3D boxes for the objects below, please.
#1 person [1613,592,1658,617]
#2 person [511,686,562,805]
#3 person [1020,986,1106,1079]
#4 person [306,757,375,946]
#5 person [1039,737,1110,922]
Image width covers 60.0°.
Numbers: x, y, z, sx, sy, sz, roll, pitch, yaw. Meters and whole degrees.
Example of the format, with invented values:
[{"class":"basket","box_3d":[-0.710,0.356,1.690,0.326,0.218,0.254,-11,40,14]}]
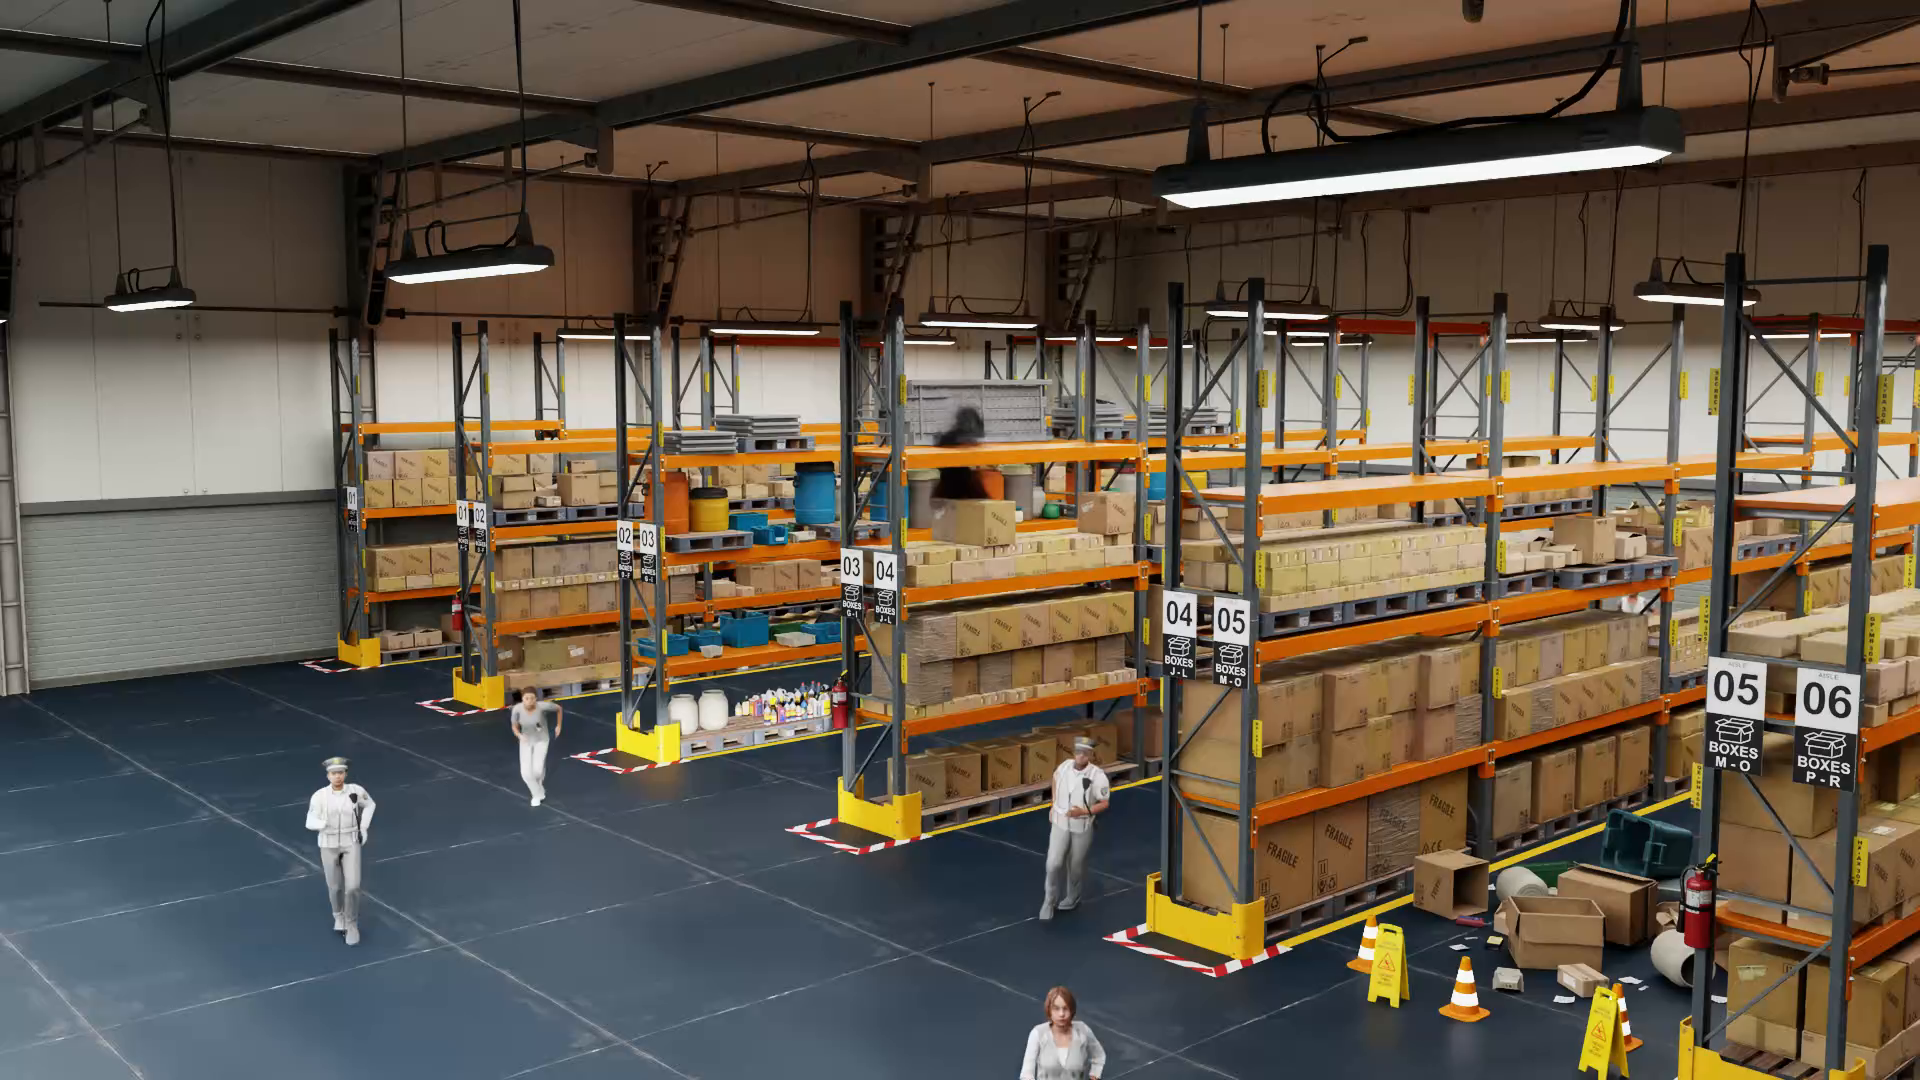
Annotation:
[{"class":"person","box_3d":[11.050,1.582,27.328,0.705,1.851,0.802,4,7,35]},{"class":"person","box_3d":[-5.057,2.459,19.892,0.575,1.521,0.781,-1,6,-6]},{"class":"person","box_3d":[0.610,3.410,9.798,0.512,1.558,0.593,0,6,2]},{"class":"person","box_3d":[-5.647,2.828,15.189,0.592,1.734,0.684,-2,6,-18]},{"class":"person","box_3d":[1.110,2.740,15.837,0.652,1.803,0.715,2,6,17]}]
